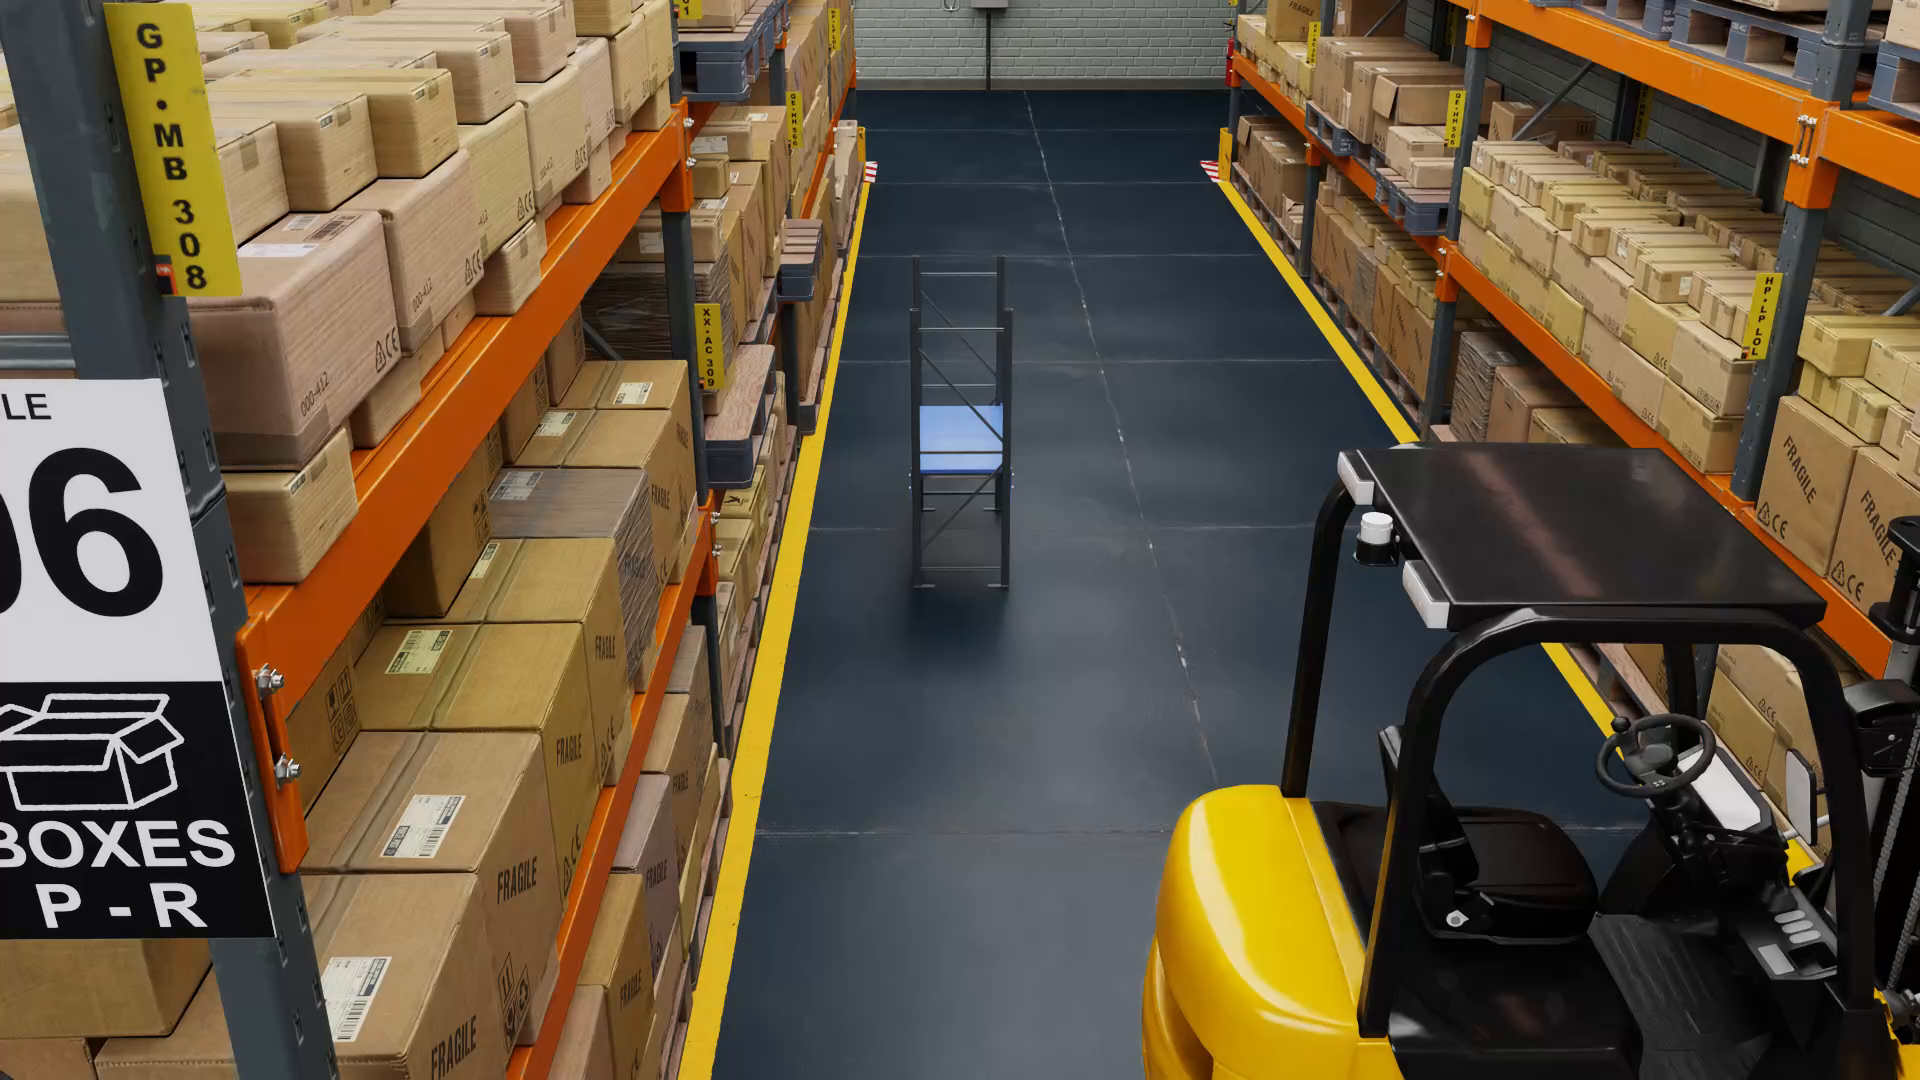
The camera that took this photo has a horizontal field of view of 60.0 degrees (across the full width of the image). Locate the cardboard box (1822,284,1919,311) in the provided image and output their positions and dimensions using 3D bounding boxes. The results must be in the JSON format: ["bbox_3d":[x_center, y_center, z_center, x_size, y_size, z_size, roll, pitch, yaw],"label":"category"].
[{"bbox_3d":[3.754,-0.934,6.767,0.380,0.149,0.250,-1,24,-2],"label":"cardboard box"}]

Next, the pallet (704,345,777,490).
[{"bbox_3d":[-1.332,-0.541,7.039,1.003,0.211,1.213,0,24,-1],"label":"pallet"}]

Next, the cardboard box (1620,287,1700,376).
[{"bbox_3d":[3.220,-0.909,7.196,0.500,0.250,0.500,-1,24,-2],"label":"cardboard box"}]

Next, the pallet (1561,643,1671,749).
[{"bbox_3d":[3.447,0.630,7.600,1.003,0.211,1.213,0,24,-1],"label":"pallet"}]

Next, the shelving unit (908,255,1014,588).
[{"bbox_3d":[0.001,-0.648,8.863,0.538,1.500,1.048,0,24,-1],"label":"shelving unit"}]

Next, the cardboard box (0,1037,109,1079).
[{"bbox_3d":[-1.707,0.932,3.067,0.500,0.500,0.500,-1,24,-1],"label":"cardboard box"}]

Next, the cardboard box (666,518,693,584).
[{"bbox_3d":[-1.151,0.036,5.836,0.380,0.149,0.250,0,24,1],"label":"cardboard box"}]

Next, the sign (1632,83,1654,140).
[{"bbox_3d":[4.005,-2.516,9.768,0.100,0.325,0.005,0,24,-1],"label":"sign"}]

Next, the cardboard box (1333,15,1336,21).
[{"bbox_3d":[3.634,-5.160,16.840,0.500,0.250,0.500,0,24,1],"label":"cardboard box"}]

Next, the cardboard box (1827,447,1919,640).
[{"bbox_3d":[3.260,0.016,5.452,0.500,0.500,0.500,0,24,0],"label":"cardboard box"}]

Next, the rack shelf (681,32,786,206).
[{"bbox_3d":[-1.491,-2.176,7.654,1.077,0.370,4.000,0,24,-1],"label":"rack shelf"}]

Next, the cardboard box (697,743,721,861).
[{"bbox_3d":[-1.194,0.991,6.246,0.500,0.250,0.500,1,24,2],"label":"cardboard box"}]

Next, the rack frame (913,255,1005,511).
[{"bbox_3d":[-0.005,-0.858,9.326,0.500,1.500,0.032,0,24,-1],"label":"rack frame"}]

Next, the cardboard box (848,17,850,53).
[{"bbox_3d":[-1.340,-4.899,16.320,0.500,0.500,0.500,-1,24,-2],"label":"cardboard box"}]

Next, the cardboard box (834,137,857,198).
[{"bbox_3d":[-1.475,-3.633,16.242,0.875,0.438,0.875,0,24,1],"label":"cardboard box"}]

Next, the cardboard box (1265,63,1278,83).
[{"bbox_3d":[3.080,-4.391,15.623,0.380,0.149,0.250,0,24,1],"label":"cardboard box"}]

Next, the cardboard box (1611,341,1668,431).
[{"bbox_3d":[3.216,-0.682,7.300,0.500,0.250,0.500,0,24,-1],"label":"cardboard box"}]

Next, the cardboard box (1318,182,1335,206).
[{"bbox_3d":[3.145,-2.832,13.608,0.380,0.149,0.250,1,24,2],"label":"cardboard box"}]

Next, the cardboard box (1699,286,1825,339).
[{"bbox_3d":[3.247,-0.924,6.744,0.380,0.149,0.250,-1,24,-1],"label":"cardboard box"}]

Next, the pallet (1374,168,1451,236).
[{"bbox_3d":[3.373,-2.176,10.655,1.213,0.211,1.003,0,24,-1],"label":"pallet"}]

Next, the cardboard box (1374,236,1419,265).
[{"bbox_3d":[3.205,-2.082,11.949,0.380,0.149,0.250,-1,24,-3],"label":"cardboard box"}]

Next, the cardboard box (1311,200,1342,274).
[{"bbox_3d":[3.187,-2.485,13.629,0.500,0.500,0.500,1,24,2],"label":"cardboard box"}]

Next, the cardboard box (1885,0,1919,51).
[{"bbox_3d":[3.195,-1.639,5.269,0.380,0.149,0.250,0,24,1],"label":"cardboard box"}]

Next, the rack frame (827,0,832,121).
[{"bbox_3d":[-1.557,-3.609,13.590,1.000,3.000,0.127,0,24,-1],"label":"rack frame"}]

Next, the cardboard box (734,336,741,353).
[{"bbox_3d":[-1.194,-0.944,7.493,0.380,0.149,0.250,0,24,0],"label":"cardboard box"}]

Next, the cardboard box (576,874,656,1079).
[{"bbox_3d":[-1.166,1.290,4.675,0.500,0.500,0.500,0,24,0],"label":"cardboard box"}]

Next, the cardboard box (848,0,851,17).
[{"bbox_3d":[-1.322,-5.346,16.095,0.500,0.500,0.500,0,24,0],"label":"cardboard box"}]

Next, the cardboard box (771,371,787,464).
[{"bbox_3d":[-1.517,-0.722,9.886,0.950,0.372,0.625,-2,24,-4],"label":"cardboard box"}]

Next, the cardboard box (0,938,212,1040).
[{"bbox_3d":[-1.650,0.489,2.832,0.700,0.500,0.500,-1,24,-2],"label":"cardboard box"}]

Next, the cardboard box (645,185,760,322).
[{"bbox_3d":[-1.185,-1.290,7.470,0.500,0.500,0.500,0,24,-1],"label":"cardboard box"}]

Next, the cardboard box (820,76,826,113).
[{"bbox_3d":[-1.296,-3.382,12.663,0.500,0.250,0.500,0,24,1],"label":"cardboard box"}]

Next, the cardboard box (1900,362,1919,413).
[{"bbox_3d":[3.306,-0.468,5.376,0.380,0.149,0.250,-1,24,-2],"label":"cardboard box"}]

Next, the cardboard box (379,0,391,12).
[{"bbox_3d":[-1.790,-1.473,4.564,0.380,0.149,0.250,0,24,-1],"label":"cardboard box"}]

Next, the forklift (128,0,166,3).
[{"bbox_3d":[-3.657,-0.879,7.636,1.130,2.935,3.031,16,29,32],"label":"forklift"}]

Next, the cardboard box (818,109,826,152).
[{"bbox_3d":[-1.295,-3.147,12.751,0.500,0.250,0.500,-1,24,-1],"label":"cardboard box"}]

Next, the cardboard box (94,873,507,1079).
[{"bbox_3d":[-1.153,0.958,3.009,0.500,0.500,0.500,-1,24,-1],"label":"cardboard box"}]

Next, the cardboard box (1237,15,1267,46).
[{"bbox_3d":[3.099,-5.160,16.841,0.500,0.250,0.500,0,24,0],"label":"cardboard box"}]

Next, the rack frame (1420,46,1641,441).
[{"bbox_3d":[3.450,-1.985,9.999,1.000,3.000,0.127,0,24,-1],"label":"rack frame"}]

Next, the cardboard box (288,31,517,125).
[{"bbox_3d":[-1.133,-0.948,3.403,0.380,0.149,0.250,0,24,1],"label":"cardboard box"}]

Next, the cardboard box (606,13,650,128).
[{"bbox_3d":[-1.189,-1.358,4.793,0.500,0.250,0.500,-1,24,-1],"label":"cardboard box"}]

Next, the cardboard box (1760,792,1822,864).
[{"bbox_3d":[3.189,1.135,5.928,0.500,0.250,0.500,-1,24,-2],"label":"cardboard box"}]

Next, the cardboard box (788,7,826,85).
[{"bbox_3d":[-1.288,-3.714,12.488,0.500,0.500,0.500,0,24,0],"label":"cardboard box"}]

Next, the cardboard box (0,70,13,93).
[{"bbox_3d":[-1.661,-0.734,2.931,0.380,0.149,0.250,0,24,0],"label":"cardboard box"}]

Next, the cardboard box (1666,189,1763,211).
[{"bbox_3d":[3.796,-1.667,8.388,0.380,0.149,0.250,-1,24,-1],"label":"cardboard box"}]

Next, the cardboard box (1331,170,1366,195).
[{"bbox_3d":[3.195,-2.861,13.311,0.380,0.149,0.250,-1,24,-3],"label":"cardboard box"}]

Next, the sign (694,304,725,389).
[{"bbox_3d":[-0.927,-0.713,6.135,0.100,0.325,0.005,0,24,-1],"label":"sign"}]

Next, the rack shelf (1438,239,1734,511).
[{"bbox_3d":[3.472,-0.833,8.325,1.077,0.370,4.000,0,24,-1],"label":"rack shelf"}]

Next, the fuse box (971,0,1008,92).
[{"bbox_3d":[0.417,-6.943,22.525,0.539,1.711,0.414,0,24,-1],"label":"fuse box"}]

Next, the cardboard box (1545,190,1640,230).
[{"bbox_3d":[3.184,-1.661,8.375,0.380,0.149,0.250,0,24,1],"label":"cardboard box"}]

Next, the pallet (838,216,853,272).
[{"bbox_3d":[-1.487,-2.652,14.858,1.003,0.211,1.213,0,24,-1],"label":"pallet"}]

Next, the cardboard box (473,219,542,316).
[{"bbox_3d":[-1.123,-0.587,3.573,0.380,0.149,0.250,0,24,0],"label":"cardboard box"}]

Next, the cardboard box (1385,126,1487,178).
[{"bbox_3d":[3.115,-2.541,10.901,0.500,0.250,0.500,-1,24,-3],"label":"cardboard box"}]
